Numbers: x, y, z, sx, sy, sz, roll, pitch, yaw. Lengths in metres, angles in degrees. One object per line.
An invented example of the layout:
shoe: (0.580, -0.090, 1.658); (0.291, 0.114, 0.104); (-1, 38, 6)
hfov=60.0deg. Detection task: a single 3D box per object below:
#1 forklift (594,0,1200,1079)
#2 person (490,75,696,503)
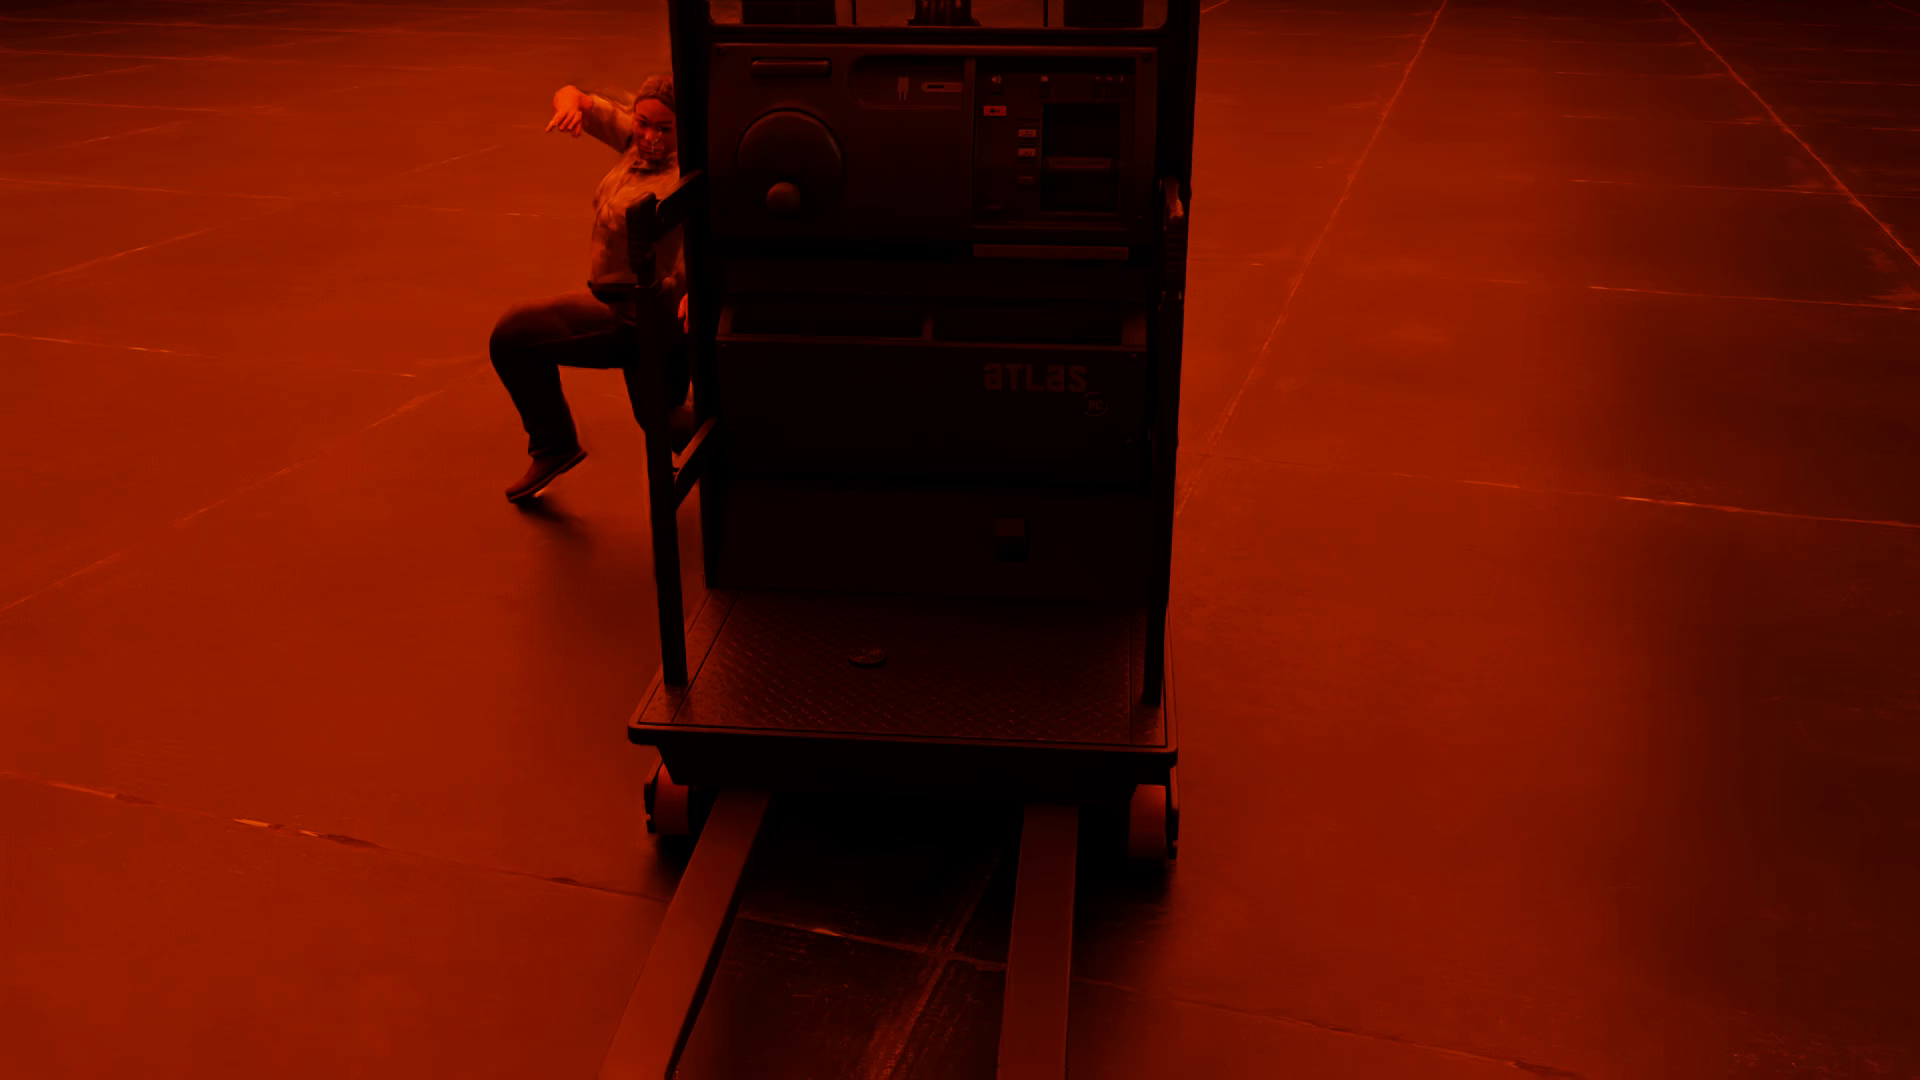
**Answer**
forklift: (-0.078, -0.815, 3.253); (1.130, 2.935, 3.031); (2, 23, 5)
person: (-1.035, -0.675, 4.982); (0.923, 1.366, 0.913); (2, 22, 4)
